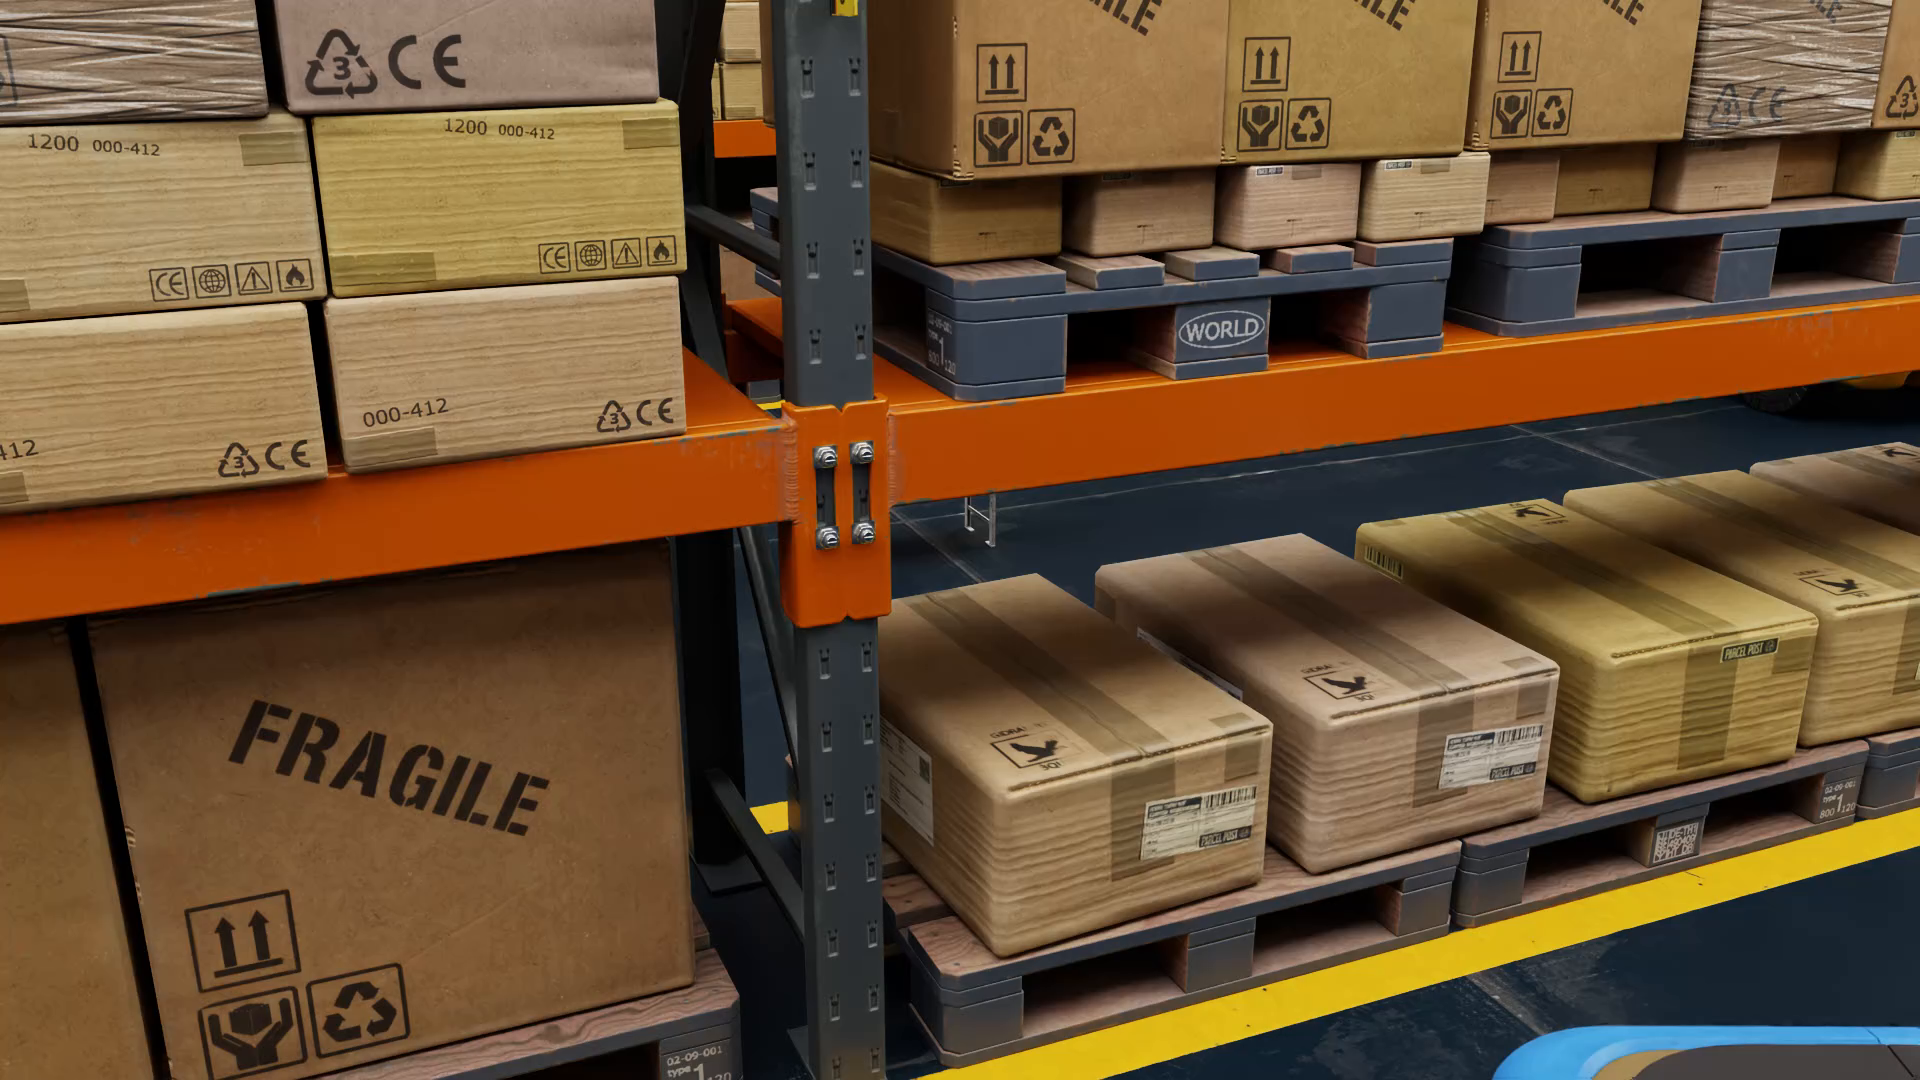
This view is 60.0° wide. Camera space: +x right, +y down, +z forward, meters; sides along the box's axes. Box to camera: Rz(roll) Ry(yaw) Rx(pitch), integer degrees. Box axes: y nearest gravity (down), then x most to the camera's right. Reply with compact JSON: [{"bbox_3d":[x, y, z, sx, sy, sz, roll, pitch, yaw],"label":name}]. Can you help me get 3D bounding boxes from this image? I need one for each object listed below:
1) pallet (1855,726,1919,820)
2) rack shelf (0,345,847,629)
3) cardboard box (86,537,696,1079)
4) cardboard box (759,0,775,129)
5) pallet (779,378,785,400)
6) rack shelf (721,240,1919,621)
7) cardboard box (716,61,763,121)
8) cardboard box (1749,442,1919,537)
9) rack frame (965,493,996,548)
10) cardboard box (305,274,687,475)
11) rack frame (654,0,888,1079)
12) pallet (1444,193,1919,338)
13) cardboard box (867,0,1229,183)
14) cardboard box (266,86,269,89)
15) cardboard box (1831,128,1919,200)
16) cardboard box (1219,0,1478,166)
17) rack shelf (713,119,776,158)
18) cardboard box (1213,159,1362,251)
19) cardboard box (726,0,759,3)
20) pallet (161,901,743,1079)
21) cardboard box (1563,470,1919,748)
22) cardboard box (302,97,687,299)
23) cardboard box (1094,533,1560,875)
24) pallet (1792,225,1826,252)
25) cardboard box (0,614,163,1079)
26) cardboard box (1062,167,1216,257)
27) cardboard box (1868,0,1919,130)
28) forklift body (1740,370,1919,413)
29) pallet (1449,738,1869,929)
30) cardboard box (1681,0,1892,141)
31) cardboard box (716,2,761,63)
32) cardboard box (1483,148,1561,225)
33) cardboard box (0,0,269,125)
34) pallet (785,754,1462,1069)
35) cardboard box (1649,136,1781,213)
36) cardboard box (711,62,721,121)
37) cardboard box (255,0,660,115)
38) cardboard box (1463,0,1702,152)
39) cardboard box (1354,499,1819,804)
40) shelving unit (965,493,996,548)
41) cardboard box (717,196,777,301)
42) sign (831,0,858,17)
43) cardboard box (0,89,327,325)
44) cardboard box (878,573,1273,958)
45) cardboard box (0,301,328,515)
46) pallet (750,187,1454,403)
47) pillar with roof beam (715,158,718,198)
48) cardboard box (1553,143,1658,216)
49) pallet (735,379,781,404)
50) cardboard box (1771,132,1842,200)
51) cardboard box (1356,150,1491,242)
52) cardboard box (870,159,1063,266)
[{"bbox_3d":[2.568,0.357,4.689,1.213,0.211,1.003,-8,21,-22],"label":"pallet"},{"bbox_3d":[-2.227,0.068,2.396,4.000,0.370,1.077,-8,21,-22],"label":"rack shelf"},{"bbox_3d":[-1.057,0.335,3.121,0.875,0.875,0.875,-8,21,-22],"label":"cardboard box"},{"bbox_3d":[-0.083,-1.065,3.298,0.500,0.500,0.500,-9,21,-23],"label":"cardboard box"},{"bbox_3d":[-0.470,-0.988,8.510,1.213,0.211,1.003,-8,21,-22],"label":"pallet"},{"bbox_3d":[1.446,-0.458,3.890,4.000,0.370,1.077,-8,21,-22],"label":"rack shelf"},{"bbox_3d":[-0.922,-2.095,7.682,0.500,0.250,0.500,-9,21,-24],"label":"cardboard box"},{"bbox_3d":[2.802,0.050,4.687,0.625,0.372,0.950,-8,21,-21],"label":"cardboard box"},{"bbox_3d":[0.072,-0.576,5.852,0.015,1.200,0.240,-8,21,-22],"label":"rack frame"},{"bbox_3d":[-0.752,-0.318,2.635,0.500,0.250,0.500,-9,21,-24],"label":"cardboard box"},{"bbox_3d":[-0.390,-0.535,3.024,0.127,3.000,1.000,-8,21,-22],"label":"rack frame"},{"bbox_3d":[1.411,-0.717,3.831,1.213,0.211,1.003,-8,21,-22],"label":"pallet"},{"bbox_3d":[0.115,-0.909,2.856,0.500,0.500,0.500,-9,21,-23],"label":"cardboard box"},{"bbox_3d":[-1.392,-0.995,2.675,0.500,0.500,0.500,-8,21,-22],"label":"cardboard box"},{"bbox_3d":[1.977,-0.859,3.690,0.250,0.149,0.380,-8,21,-22],"label":"cardboard box"},{"bbox_3d":[0.590,-0.979,3.056,0.500,0.500,0.500,-7,21,-19],"label":"cardboard box"},{"bbox_3d":[-0.523,-1.971,8.188,4.000,0.370,1.077,-8,21,-22],"label":"rack shelf"},{"bbox_3d":[0.524,-0.649,3.095,0.250,0.149,0.380,-10,22,-25],"label":"cardboard box"},{"bbox_3d":[-1.026,-2.510,7.508,0.250,0.149,0.380,-8,21,-21],"label":"cardboard box"},{"bbox_3d":[-1.144,0.862,3.257,1.213,0.211,1.003,-8,21,-22],"label":"pallet"},{"bbox_3d":[2.143,0.146,4.415,0.625,0.372,0.950,-7,21,-19],"label":"cardboard box"},{"bbox_3d":[-0.734,-0.558,2.564,0.500,0.250,0.500,-8,21,-22],"label":"cardboard box"},{"bbox_3d":[0.807,0.336,3.875,0.625,0.372,0.950,-9,21,-23],"label":"cardboard box"},{"bbox_3d":[2.523,-0.914,4.390,1.213,0.211,1.003,-8,21,-22],"label":"pallet"},{"bbox_3d":[-1.878,0.451,2.791,0.875,0.875,0.875,-8,21,-21],"label":"cardboard box"},{"bbox_3d":[0.255,-0.627,3.032,0.250,0.149,0.380,-10,22,-25],"label":"cardboard box"},{"bbox_3d":[2.018,-1.184,3.637,0.500,0.500,0.500,-7,21,-20],"label":"cardboard box"},{"bbox_3d":[3.967,-1.894,8.163,1.214,2.155,2.313,-8,21,-22],"label":"forklift body"},{"bbox_3d":[1.446,0.519,4.230,1.213,0.211,1.003,-8,21,-22],"label":"pallet"},{"bbox_3d":[1.537,-1.115,3.441,0.500,0.500,0.500,-9,21,-24],"label":"cardboard box"},{"bbox_3d":[-0.908,-2.325,7.583,0.500,0.250,0.500,-9,21,-23],"label":"cardboard box"},{"bbox_3d":[0.975,-0.734,3.337,0.250,0.149,0.380,-7,21,-19],"label":"cardboard box"},{"bbox_3d":[-1.229,-0.836,2.222,0.500,0.500,0.500,-8,21,-21],"label":"cardboard box"},{"bbox_3d":[0.328,0.678,3.777,1.213,0.211,1.003,-8,21,-22],"label":"pallet"},{"bbox_3d":[1.485,-0.798,3.518,0.250,0.149,0.380,-7,21,-20],"label":"cardboard box"},{"bbox_3d":[-1.392,-2.025,7.484,0.500,0.250,0.500,-9,21,-23],"label":"cardboard box"},{"bbox_3d":[-0.761,-0.906,2.421,0.500,0.500,0.500,-9,21,-23],"label":"cardboard box"},{"bbox_3d":[1.075,-1.051,3.261,0.500,0.500,0.500,-8,21,-21],"label":"cardboard box"},{"bbox_3d":[1.505,0.238,4.154,0.625,0.372,0.950,-7,21,-20],"label":"cardboard box"},{"bbox_3d":[-0.152,-0.544,5.761,0.503,1.200,0.258,-8,21,-22],"label":"shelving unit"},{"bbox_3d":[-1.185,-1.292,8.118,0.625,0.625,0.875,-7,21,-20],"label":"cardboard box"},{"bbox_3d":[-0.167,-0.912,2.352,0.005,0.325,0.100,-8,21,-22],"label":"sign"},{"bbox_3d":[-1.204,-0.490,2.370,0.500,0.250,0.500,-9,21,-23],"label":"cardboard box"},{"bbox_3d":[0.132,0.436,3.593,0.625,0.372,0.950,-10,22,-26],"label":"cardboard box"},{"bbox_3d":[-1.215,-0.246,2.430,0.500,0.250,0.500,-8,21,-21],"label":"cardboard box"},{"bbox_3d":[0.222,-0.570,3.414,1.003,0.211,1.213,-8,21,-22],"label":"pallet"},{"bbox_3d":[0.185,-4.011,3.864,0.400,9.000,9.100,-8,21,-22],"label":"pillar with roof beam"},{"bbox_3d":[1.219,-0.784,3.477,0.250,0.149,0.380,-7,21,-20],"label":"cardboard box"},{"bbox_3d":[-1.589,-0.829,8.058,1.213,0.211,1.003,-8,21,-22],"label":"pallet"},{"bbox_3d":[1.694,-0.855,3.681,0.250,0.149,0.380,-9,21,-24],"label":"cardboard box"},{"bbox_3d":[0.785,-0.679,3.180,0.250,0.149,0.380,-8,21,-22],"label":"cardboard box"},{"bbox_3d":[-0.018,-0.600,2.956,0.250,0.149,0.380,-9,22,-25],"label":"cardboard box"}]
